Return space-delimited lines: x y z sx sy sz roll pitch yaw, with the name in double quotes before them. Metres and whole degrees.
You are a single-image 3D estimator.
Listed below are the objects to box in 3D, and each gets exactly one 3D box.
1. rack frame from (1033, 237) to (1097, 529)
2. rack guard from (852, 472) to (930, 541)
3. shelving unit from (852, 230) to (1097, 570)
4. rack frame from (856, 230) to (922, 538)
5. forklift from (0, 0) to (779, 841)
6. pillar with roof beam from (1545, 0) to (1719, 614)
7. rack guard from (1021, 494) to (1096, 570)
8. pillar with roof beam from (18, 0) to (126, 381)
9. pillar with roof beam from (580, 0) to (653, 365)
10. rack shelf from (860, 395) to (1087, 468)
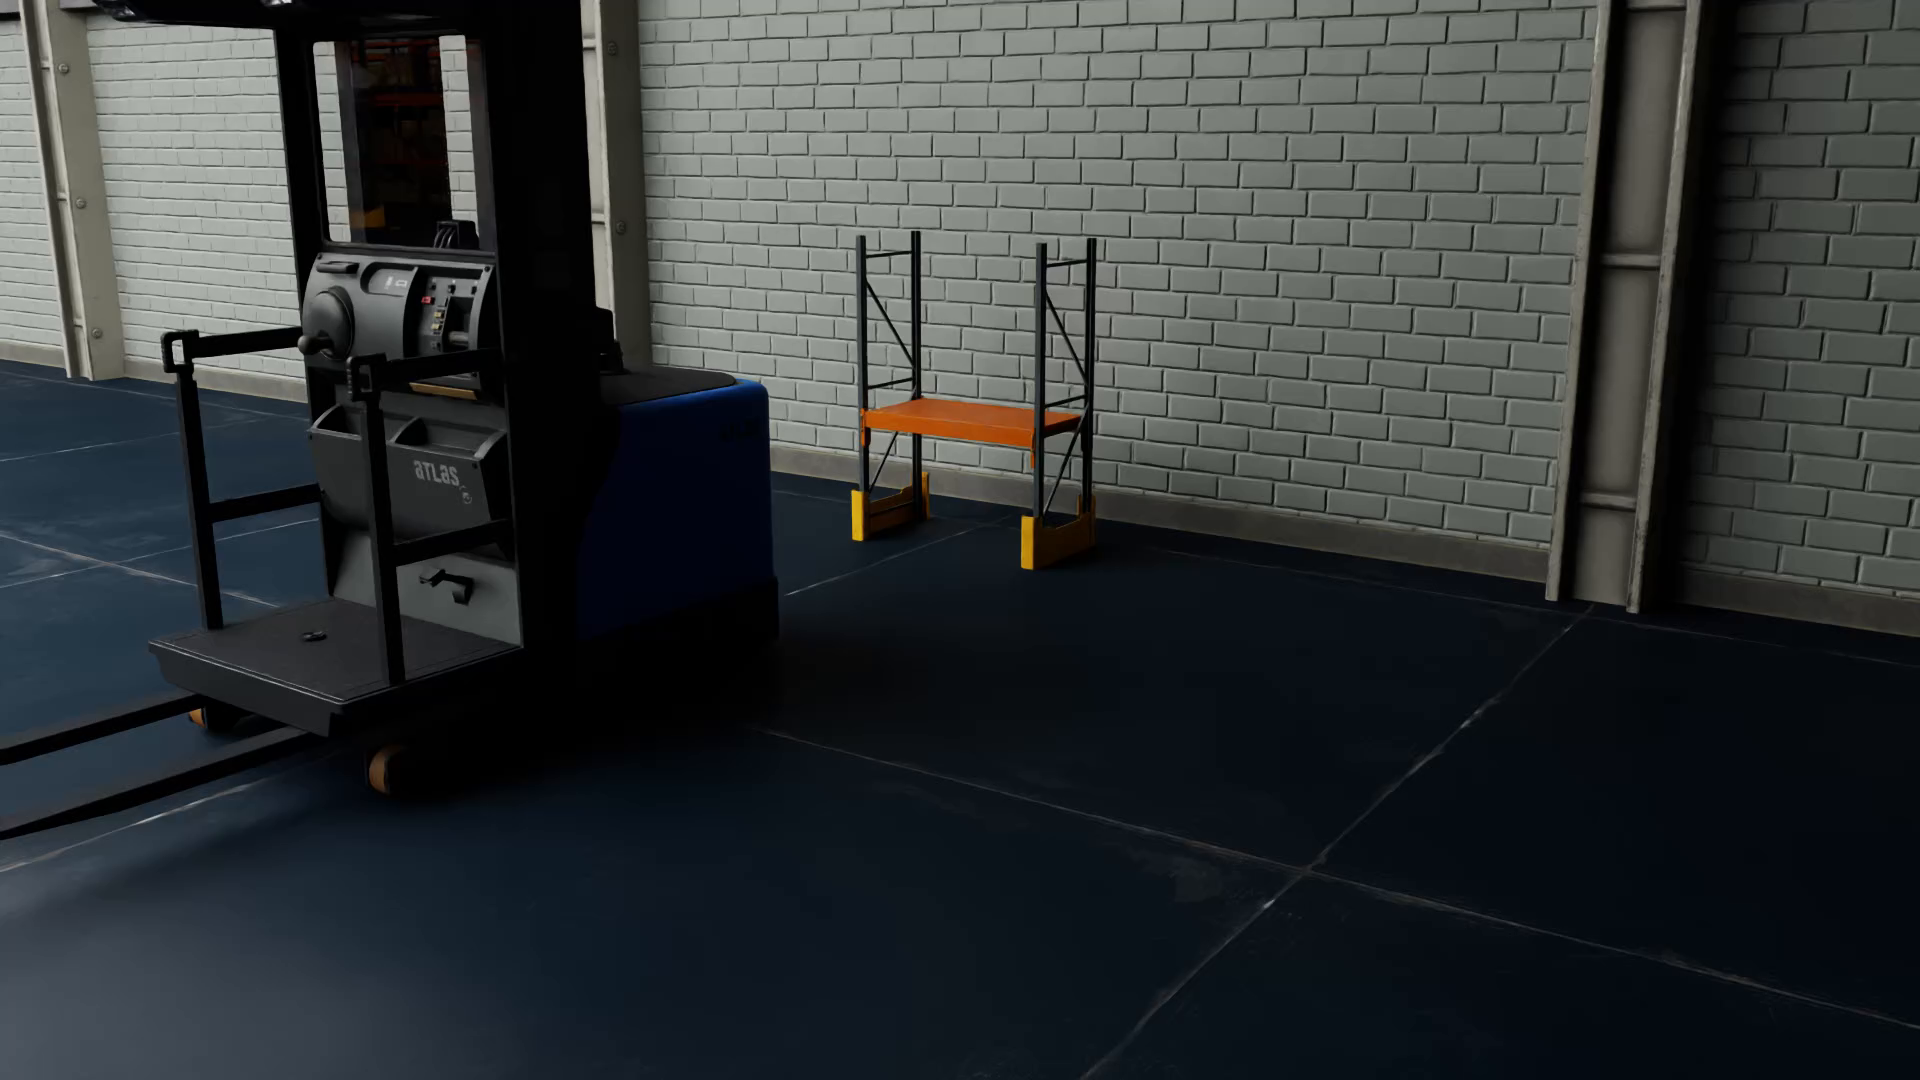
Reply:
"rack frame" 0.493 -0.648 7.821 0.032 1.500 0.500 9 17 33
"rack guard" -0.350 -0.178 8.522 0.087 0.250 0.587 9 17 33
"shelving unit" 0.063 -0.718 8.102 1.083 1.500 0.587 9 17 33
"rack frame" -0.351 -0.785 8.372 0.032 1.500 0.500 9 17 33
"forklift" -1.974 -0.760 5.294 1.130 2.935 3.031 10 17 34
"pillar with roof beam" 0.406 -3.254 2.740 0.400 9.000 9.100 9 17 33
"rack guard" 0.476 -0.044 7.982 0.087 0.250 0.587 9 17 33
"pillar with roof beam" -9.552 -4.863 9.241 0.400 9.000 9.100 9 17 33
"pillar with roof beam" -4.573 -4.058 5.990 0.400 9.000 9.100 9 17 33
"rack shelf" 0.071 -0.542 8.140 1.000 0.185 0.538 9 17 33
